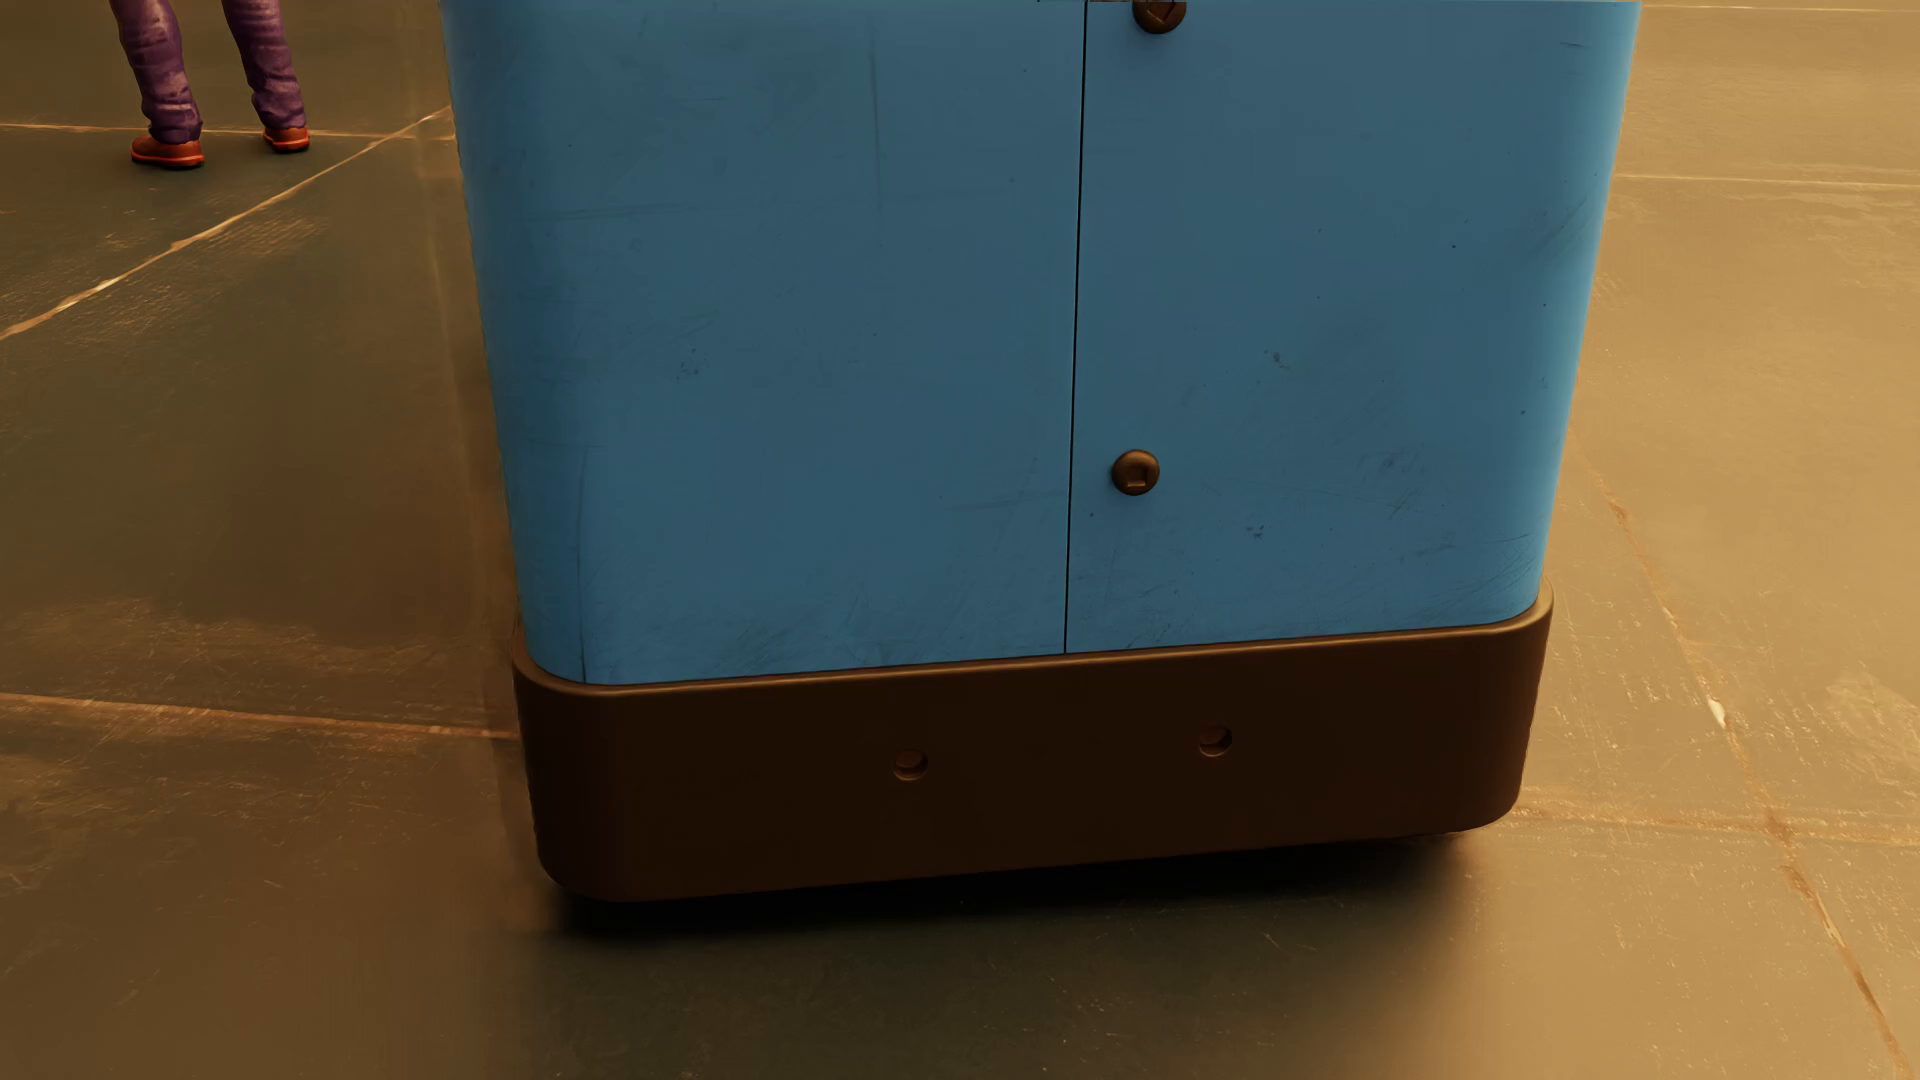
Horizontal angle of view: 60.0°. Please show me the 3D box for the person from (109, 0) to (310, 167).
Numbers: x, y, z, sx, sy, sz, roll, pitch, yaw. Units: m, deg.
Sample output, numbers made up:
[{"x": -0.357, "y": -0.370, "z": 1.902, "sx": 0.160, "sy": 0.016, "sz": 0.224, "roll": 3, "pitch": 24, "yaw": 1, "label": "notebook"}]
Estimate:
[{"x": -2.061, "y": -1.815, "z": 4.294, "sx": 0.548, "sy": 1.650, "sz": 0.373, "roll": -21, "pitch": 34, "yaw": -36, "label": "person"}]

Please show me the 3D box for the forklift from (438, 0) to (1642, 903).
[{"x": -0.105, "y": -1.587, "z": 2.398, "sx": 1.130, "sy": 2.935, "sz": 3.031, "roll": -4, "pitch": 27, "yaw": -7, "label": "forklift"}]
